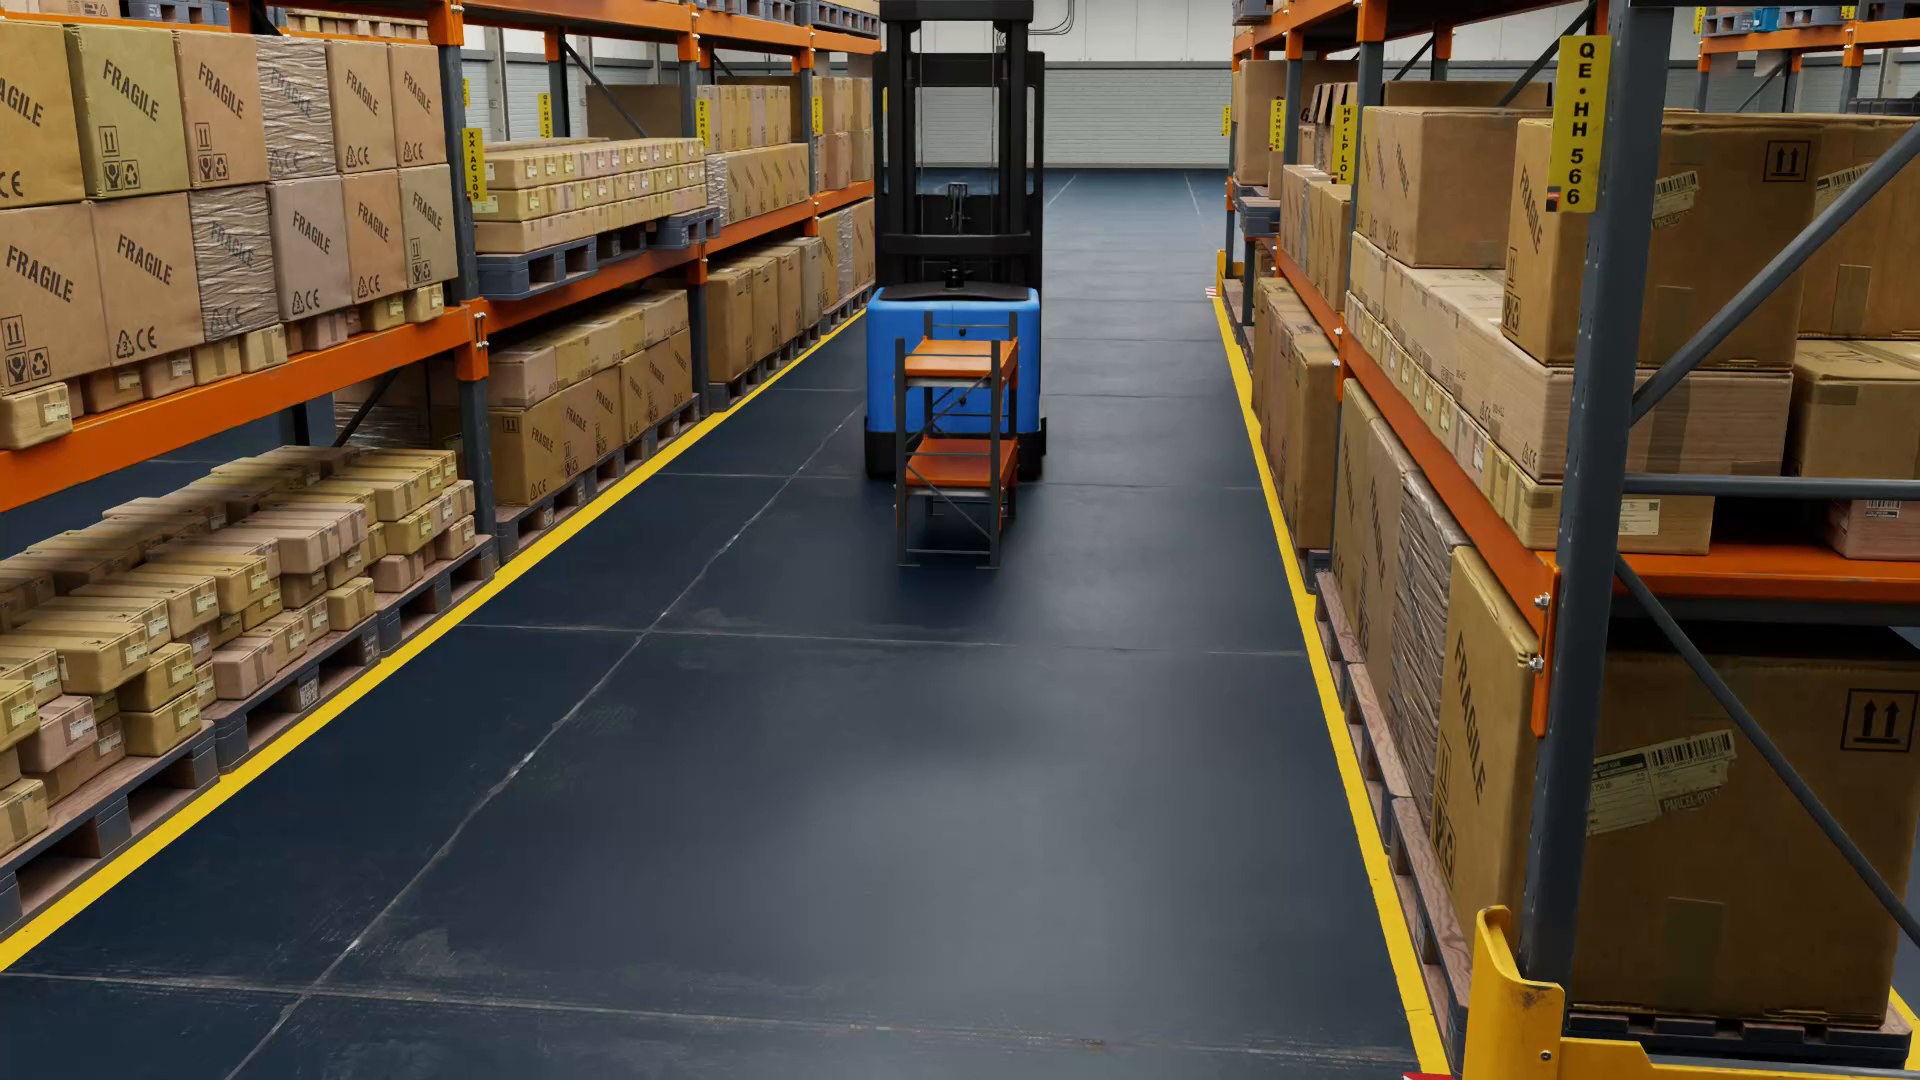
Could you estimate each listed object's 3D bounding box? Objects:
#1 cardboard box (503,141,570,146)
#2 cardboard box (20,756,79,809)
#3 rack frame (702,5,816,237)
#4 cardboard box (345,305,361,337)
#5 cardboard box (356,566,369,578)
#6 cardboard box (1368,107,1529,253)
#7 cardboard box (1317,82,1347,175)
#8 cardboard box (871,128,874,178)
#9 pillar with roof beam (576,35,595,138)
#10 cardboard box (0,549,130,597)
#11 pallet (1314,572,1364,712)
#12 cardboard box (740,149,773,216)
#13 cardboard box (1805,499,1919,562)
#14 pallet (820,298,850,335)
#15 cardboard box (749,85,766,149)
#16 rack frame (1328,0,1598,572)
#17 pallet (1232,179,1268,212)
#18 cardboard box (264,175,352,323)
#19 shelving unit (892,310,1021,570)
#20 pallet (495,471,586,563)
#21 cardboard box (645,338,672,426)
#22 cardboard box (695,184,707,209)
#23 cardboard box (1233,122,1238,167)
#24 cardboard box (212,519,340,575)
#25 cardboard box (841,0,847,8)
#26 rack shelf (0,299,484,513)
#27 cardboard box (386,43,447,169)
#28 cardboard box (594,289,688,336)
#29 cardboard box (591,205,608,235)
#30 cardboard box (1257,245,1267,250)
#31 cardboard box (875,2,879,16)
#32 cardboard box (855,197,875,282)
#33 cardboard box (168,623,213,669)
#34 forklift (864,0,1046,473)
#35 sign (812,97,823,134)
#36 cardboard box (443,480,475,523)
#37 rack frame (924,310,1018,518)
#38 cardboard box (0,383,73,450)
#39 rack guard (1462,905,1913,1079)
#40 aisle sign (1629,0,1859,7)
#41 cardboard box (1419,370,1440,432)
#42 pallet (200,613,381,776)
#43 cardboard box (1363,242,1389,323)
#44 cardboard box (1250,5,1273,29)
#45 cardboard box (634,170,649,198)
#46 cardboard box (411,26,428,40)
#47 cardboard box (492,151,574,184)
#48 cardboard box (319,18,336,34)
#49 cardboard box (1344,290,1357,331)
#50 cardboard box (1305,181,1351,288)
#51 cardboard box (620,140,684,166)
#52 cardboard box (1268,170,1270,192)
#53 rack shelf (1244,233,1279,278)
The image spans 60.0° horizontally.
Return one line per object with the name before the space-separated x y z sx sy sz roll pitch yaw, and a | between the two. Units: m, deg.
cardboard box | -2.636 -2.393 10.303 0.380 0.149 0.250 1 15 4
cardboard box | -2.879 0.711 4.943 0.380 0.149 0.250 2 15 6
rack frame | -1.850 -3.378 15.408 1.000 3.000 0.127 2 15 6
cardboard box | -2.660 -0.899 6.720 0.380 0.149 0.250 1 15 5
cardboard box | -2.687 0.182 6.899 0.380 0.149 0.250 1 15 5
cardboard box | 1.793 -1.320 6.078 0.500 0.500 0.500 2 15 6
cardboard box | 2.441 -2.343 9.466 0.797 0.503 0.637 2 15 8
cardboard box | -1.396 -4.390 18.865 0.875 0.550 0.550 2 15 6
pillar with roof beam | -5.249 -13.520 41.423 9.100 9.000 0.400 2 15 6
cardboard box | -3.201 0.140 5.916 0.380 0.149 0.250 1 15 4
pallet | 2.000 0.410 6.741 1.003 0.211 1.213 2 15 6
cardboard box | -1.812 -2.889 13.409 0.500 0.500 0.500 2 15 6
cardboard box | 2.081 -0.055 3.599 0.380 0.149 0.250 2 15 7
pallet | -1.687 -2.227 16.493 1.003 0.211 1.213 2 15 6
cardboard box | -2.014 -3.516 13.810 0.700 0.500 0.500 2 15 7
rack frame | 2.164 -1.131 7.098 1.000 3.000 0.127 2 15 6
pallet | 2.836 -2.919 14.079 1.003 0.211 1.213 2 15 6
cardboard box | -2.644 -1.098 6.214 0.500 0.500 0.500 2 15 6
shelving unit | -0.001 -0.541 8.509 0.538 1.125 1.048 2 15 6
pallet | -2.666 -0.159 8.846 1.003 0.211 1.213 2 15 6
cardboard box | -2.178 -1.024 10.686 0.500 0.500 0.500 2 15 9
cardboard box | -1.900 -2.281 11.027 0.380 0.149 0.250 2 15 7
cardboard box | 3.429 -4.293 18.031 0.875 0.500 0.500 2 15 6
cardboard box | -2.609 0.023 6.346 0.380 0.149 0.250 1 15 4
cardboard box | -1.330 -5.371 16.516 0.380 0.149 0.250 2 15 6
rack shelf | -2.979 -0.437 5.911 1.077 0.370 4.000 2 15 6
cardboard box | -2.537 -1.848 7.072 0.500 0.500 0.500 1 15 4
cardboard box | -2.118 -1.514 11.061 0.500 0.250 0.500 1 15 5
cardboard box | -2.136 -1.741 9.032 0.380 0.149 0.250 1 15 4
cardboard box | 3.308 -2.760 17.107 0.500 0.500 0.500 3 15 11
cardboard box | -1.100 -5.897 18.463 0.380 0.149 0.250 2 15 6
cardboard box | -1.410 -3.415 18.810 0.875 0.875 0.875 2 15 7
cardboard box | -2.791 0.365 5.652 0.380 0.149 0.250 1 15 4
forklift | -0.001 -2.143 10.971 1.130 2.935 3.031 0 15 2
sign | -1.310 -3.885 15.218 0.100 0.325 0.005 2 15 6
cardboard box | -2.473 -0.182 7.677 0.380 0.149 0.250 2 15 7
rack frame | 0.057 -0.673 8.996 0.500 1.125 0.032 2 15 6
cardboard box | -2.771 -0.354 4.707 0.380 0.149 0.250 1 15 5
rack guard | 1.710 1.119 3.565 1.175 0.500 0.348 2 15 6
aisle sign | 1.406 -1.339 2.886 0.394 0.787 0.004 2 15 6
cardboard box | 1.568 -0.406 4.900 0.380 0.149 0.250 2 15 6
pallet | -2.929 0.535 6.278 1.003 0.211 1.213 2 15 6
cardboard box | 1.790 -0.959 6.180 0.500 0.250 0.500 2 15 6
cardboard box | 2.859 -4.707 14.865 0.500 0.250 0.500 2 15 8
cardboard box | -2.048 -2.090 9.750 0.380 0.149 0.250 2 15 8
cardboard box | -6.150 -5.628 18.462 0.380 0.149 0.250 2 15 8
cardboard box | -2.194 -1.899 8.477 0.380 0.149 0.250 2 15 7
cardboard box | -6.430 -5.096 16.495 0.380 0.149 0.250 2 15 8
cardboard box | 1.800 -0.943 6.883 0.380 0.149 0.250 2 15 6
cardboard box | 2.060 -1.572 8.539 0.500 0.500 0.500 2 15 6
cardboard box | -1.961 -2.436 10.460 0.380 0.149 0.250 2 15 8
cardboard box | 2.535 -2.747 12.526 0.396 0.266 0.258 1 15 5
rack shelf | 2.841 -2.340 12.947 1.077 0.370 4.000 2 15 6
